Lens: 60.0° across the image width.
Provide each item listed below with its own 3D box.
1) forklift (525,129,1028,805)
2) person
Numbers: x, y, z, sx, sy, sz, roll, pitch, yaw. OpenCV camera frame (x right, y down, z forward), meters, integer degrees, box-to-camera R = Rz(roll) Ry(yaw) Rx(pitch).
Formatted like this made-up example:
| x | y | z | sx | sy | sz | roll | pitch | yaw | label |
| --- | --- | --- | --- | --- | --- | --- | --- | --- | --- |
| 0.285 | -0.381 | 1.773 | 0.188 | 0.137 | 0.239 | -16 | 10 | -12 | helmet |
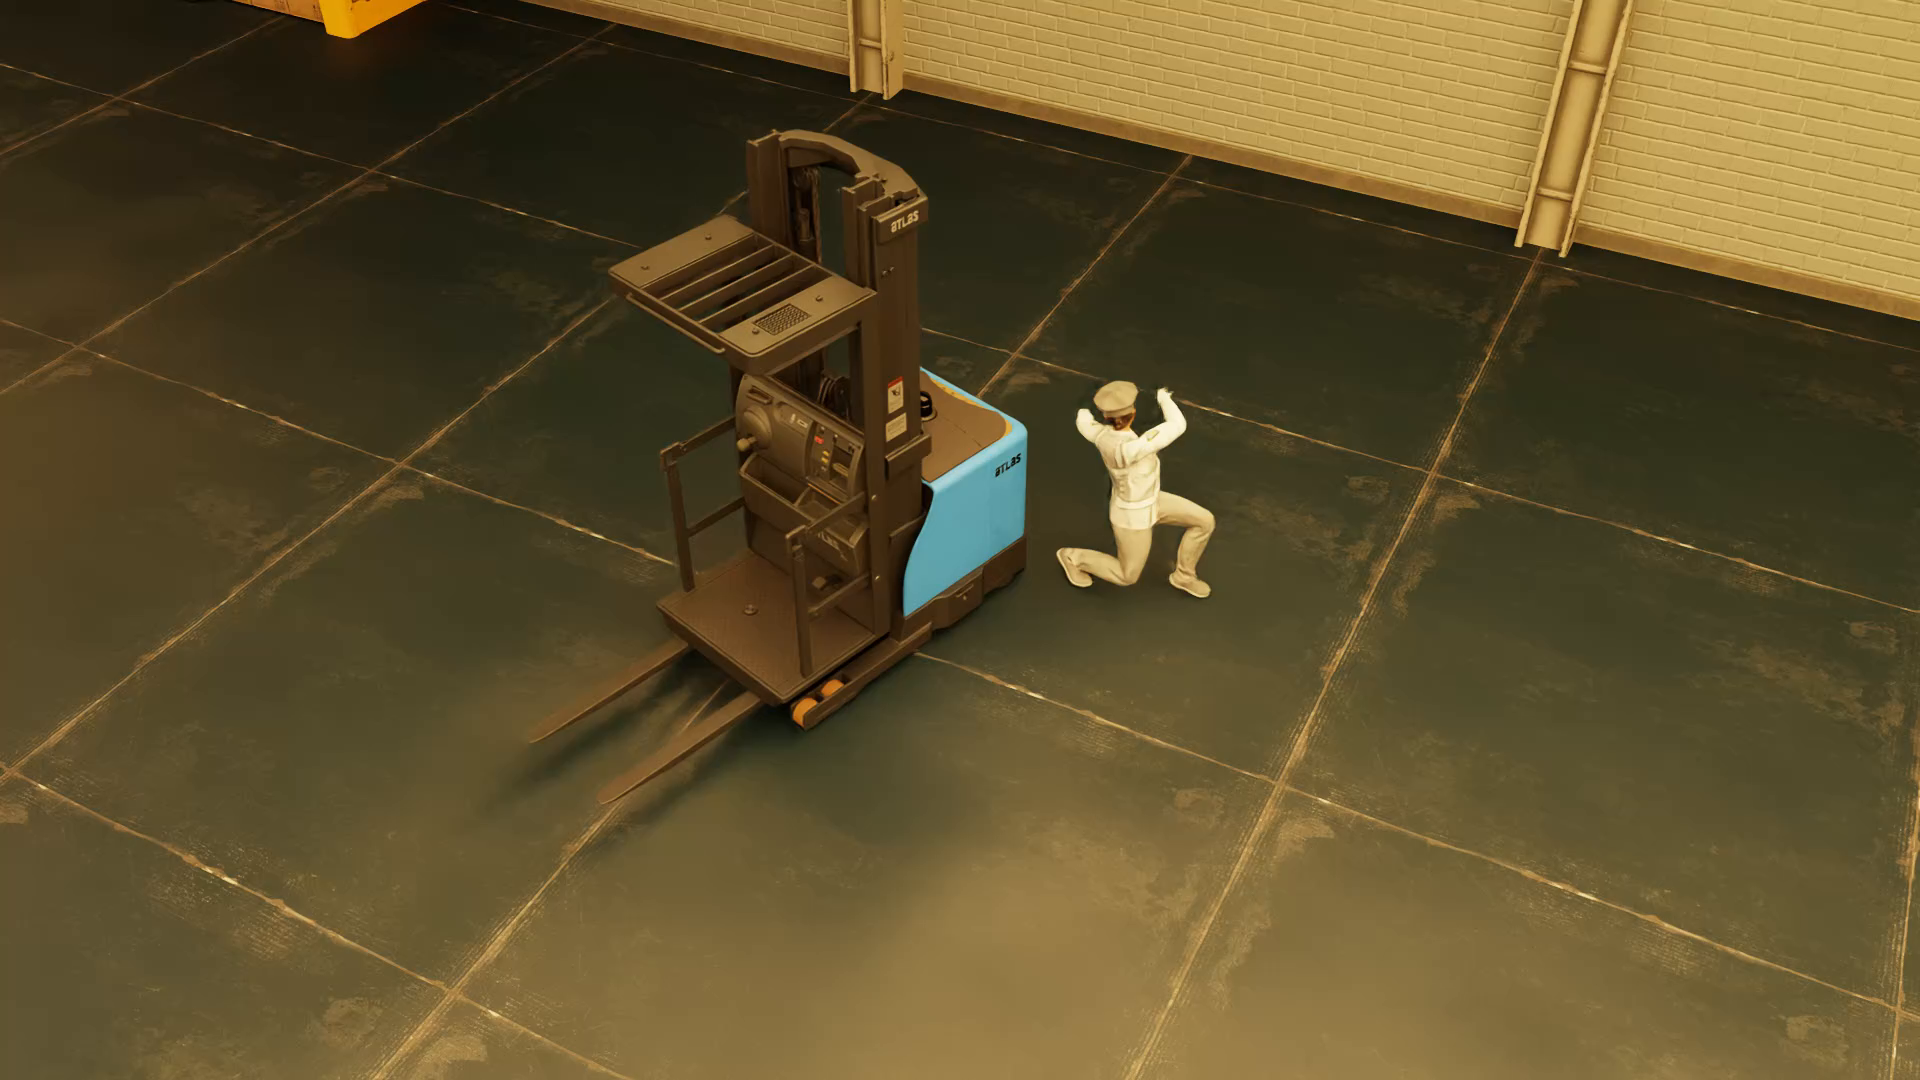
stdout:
| x | y | z | sx | sy | sz | roll | pitch | yaw | label |
| --- | --- | --- | --- | --- | --- | --- | --- | --- | --- |
| -0.988 | -0.473 | 8.548 | 1.130 | 2.935 | 3.031 | 32 | 49 | 32 | forklift |
| 1.049 | -0.379 | 9.640 | 0.926 | 1.377 | 0.887 | 4 | 40 | 5 | person |
